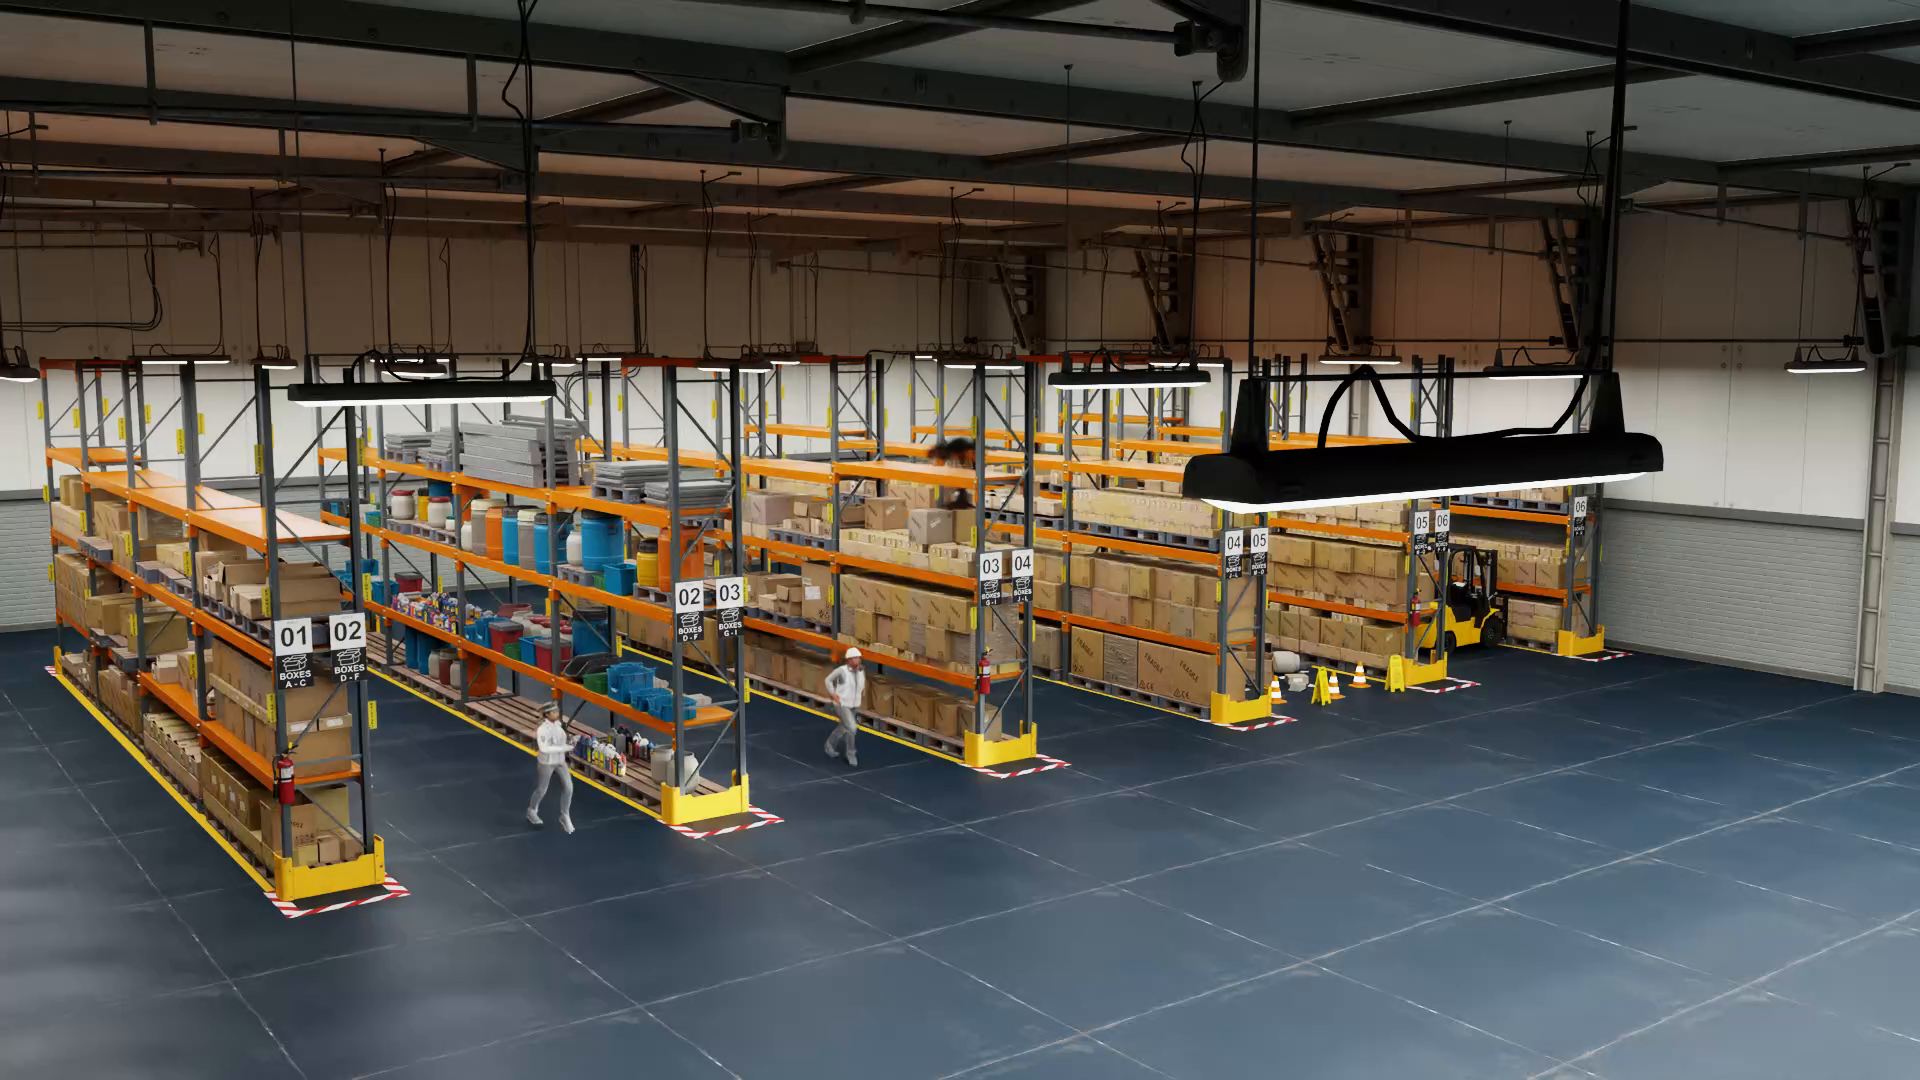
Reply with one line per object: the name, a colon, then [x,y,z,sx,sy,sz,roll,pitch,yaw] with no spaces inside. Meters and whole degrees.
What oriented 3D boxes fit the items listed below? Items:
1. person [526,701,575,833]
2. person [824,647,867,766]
person: [-5.288,2.919,21.483,0.831,1.745,0.554,4,8,33]
person: [-1.723,2.487,25.047,0.688,1.790,0.764,-6,9,-43]
